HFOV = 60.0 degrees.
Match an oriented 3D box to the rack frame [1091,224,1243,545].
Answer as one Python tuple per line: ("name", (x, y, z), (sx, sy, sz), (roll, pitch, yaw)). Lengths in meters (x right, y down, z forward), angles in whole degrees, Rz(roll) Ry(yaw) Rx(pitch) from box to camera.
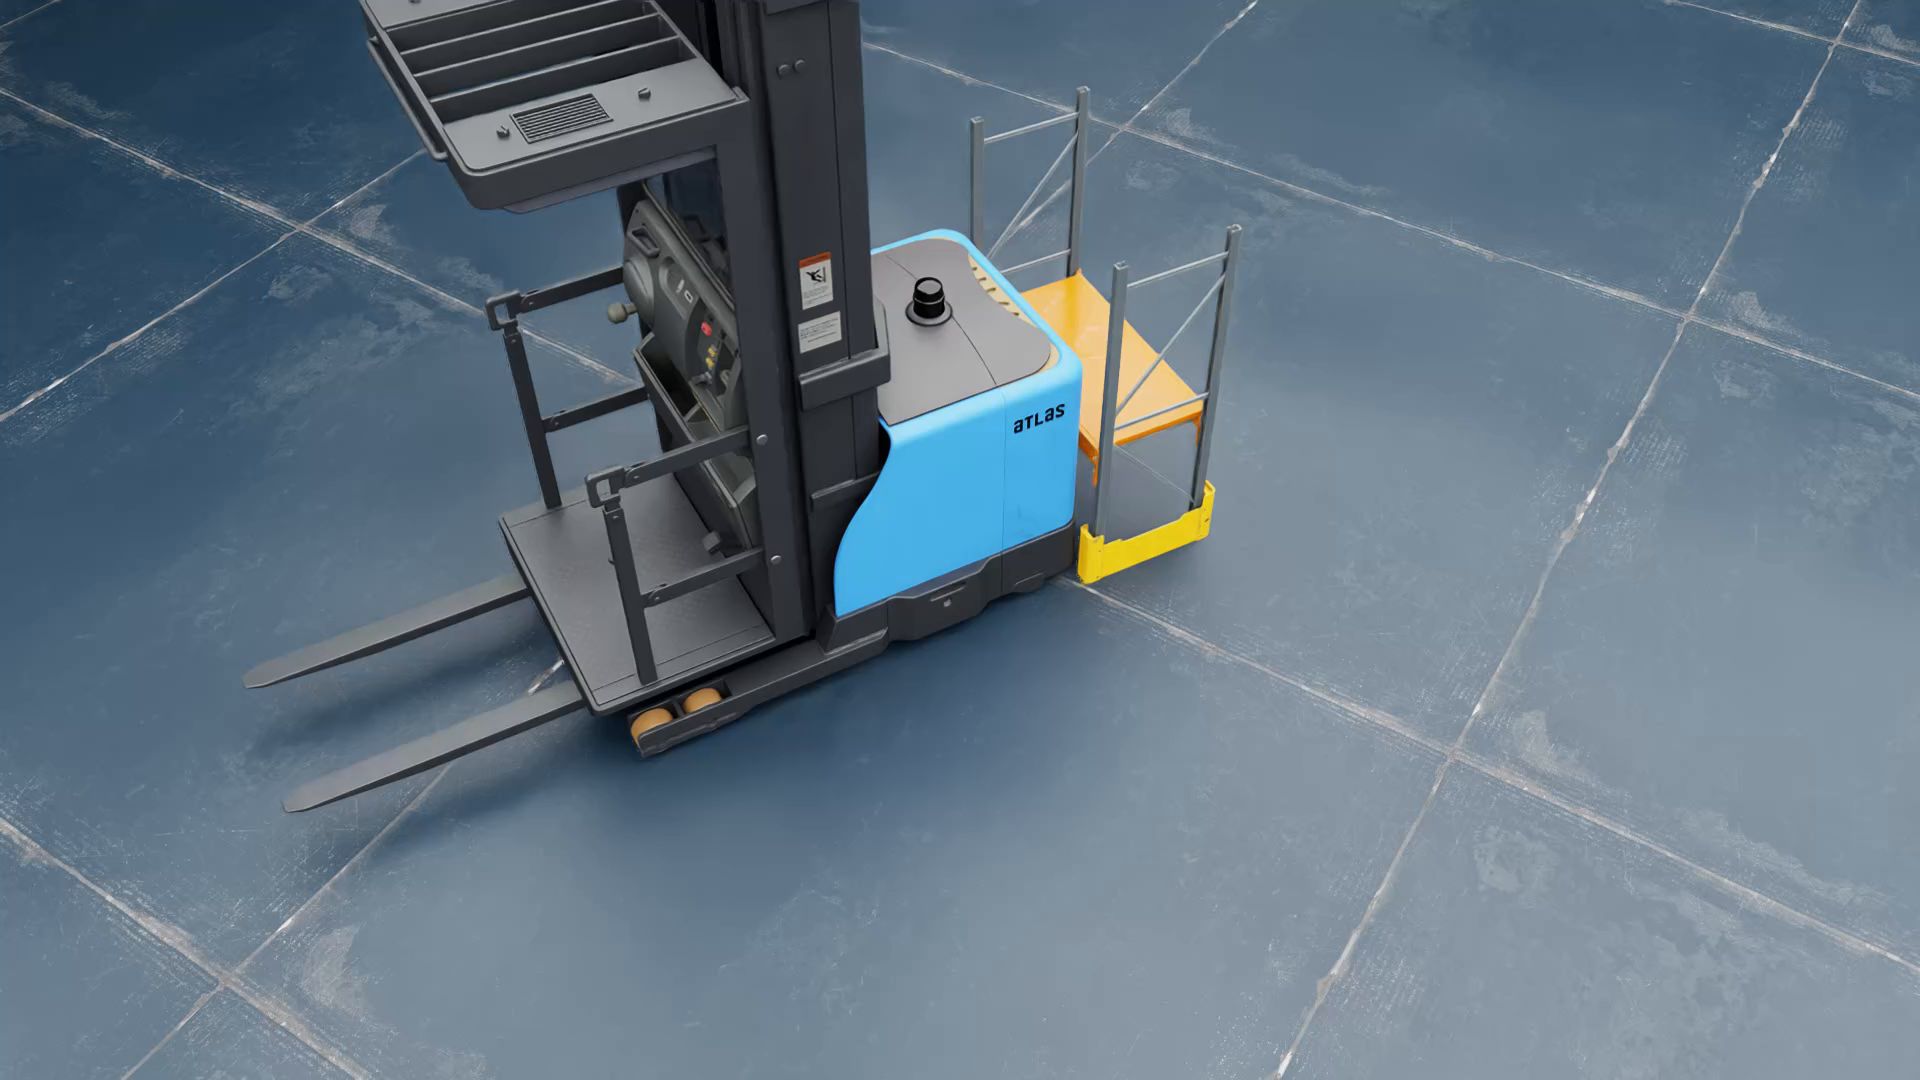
("rack frame", (0.740, -0.470, 6.161), (0.500, 1.500, 0.032), (-21, 49, -19))

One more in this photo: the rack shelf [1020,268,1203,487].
("rack shelf", (0.503, -0.667, 6.603), (0.538, 0.185, 1.000), (-21, 49, -19))

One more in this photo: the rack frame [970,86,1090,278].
("rack frame", (0.266, -1.115, 6.788), (0.500, 1.500, 0.032), (-21, 49, -19))

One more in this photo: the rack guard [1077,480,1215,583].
("rack guard", (0.739, -0.035, 6.610), (0.587, 0.250, 0.087), (-21, 49, -19))

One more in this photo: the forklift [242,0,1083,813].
("forklift", (-1.089, -0.688, 5.375), (3.031, 2.935, 1.130), (-22, 50, -20))

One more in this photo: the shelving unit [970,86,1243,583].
("shelving unit", (0.507, -0.787, 6.469), (0.587, 1.500, 1.083), (-21, 49, -19))
